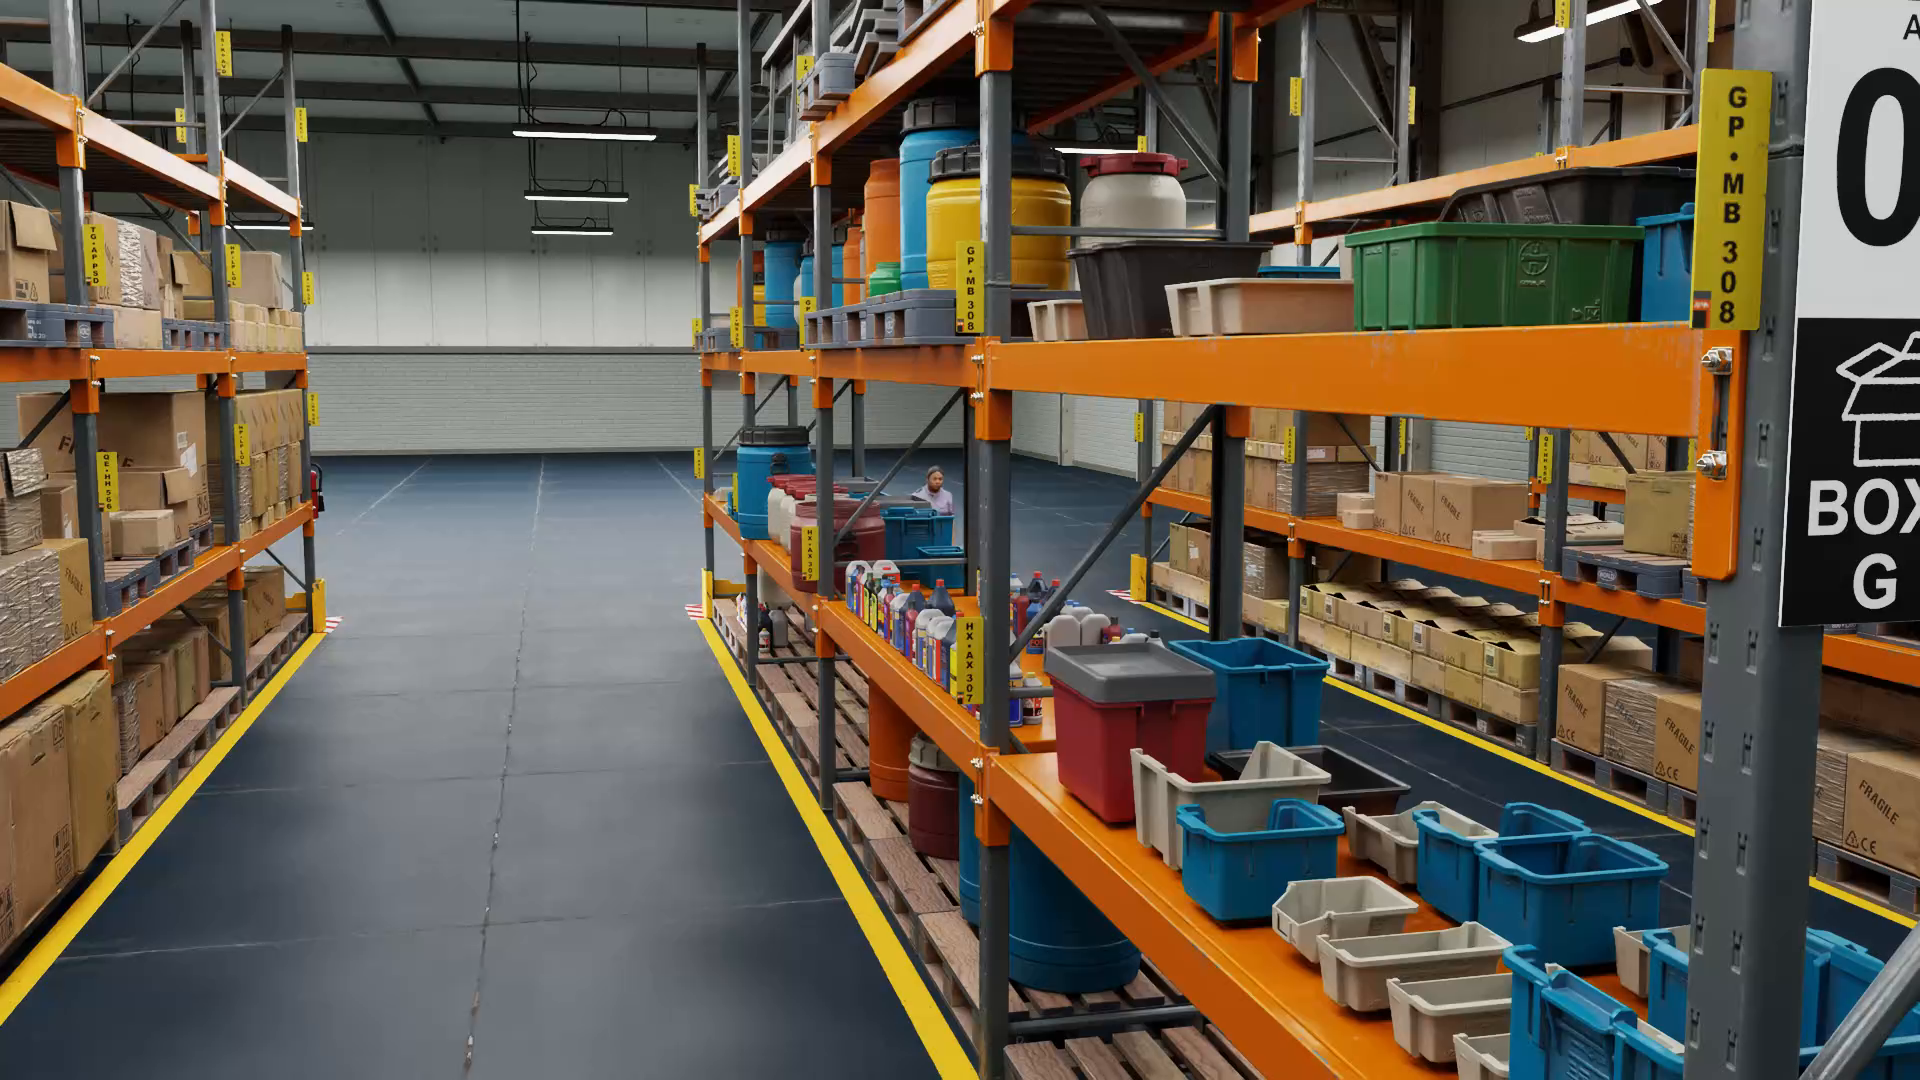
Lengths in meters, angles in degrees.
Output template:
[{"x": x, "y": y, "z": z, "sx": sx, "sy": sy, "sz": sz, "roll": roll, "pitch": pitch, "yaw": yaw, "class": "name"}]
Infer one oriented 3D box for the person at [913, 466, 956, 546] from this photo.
[{"x": -0.308, "y": 0.052, "z": 17.246, "sx": 0.563, "sy": 1.651, "sz": 0.374, "roll": -2, "pitch": 7, "yaw": -17, "class": "person"}]
